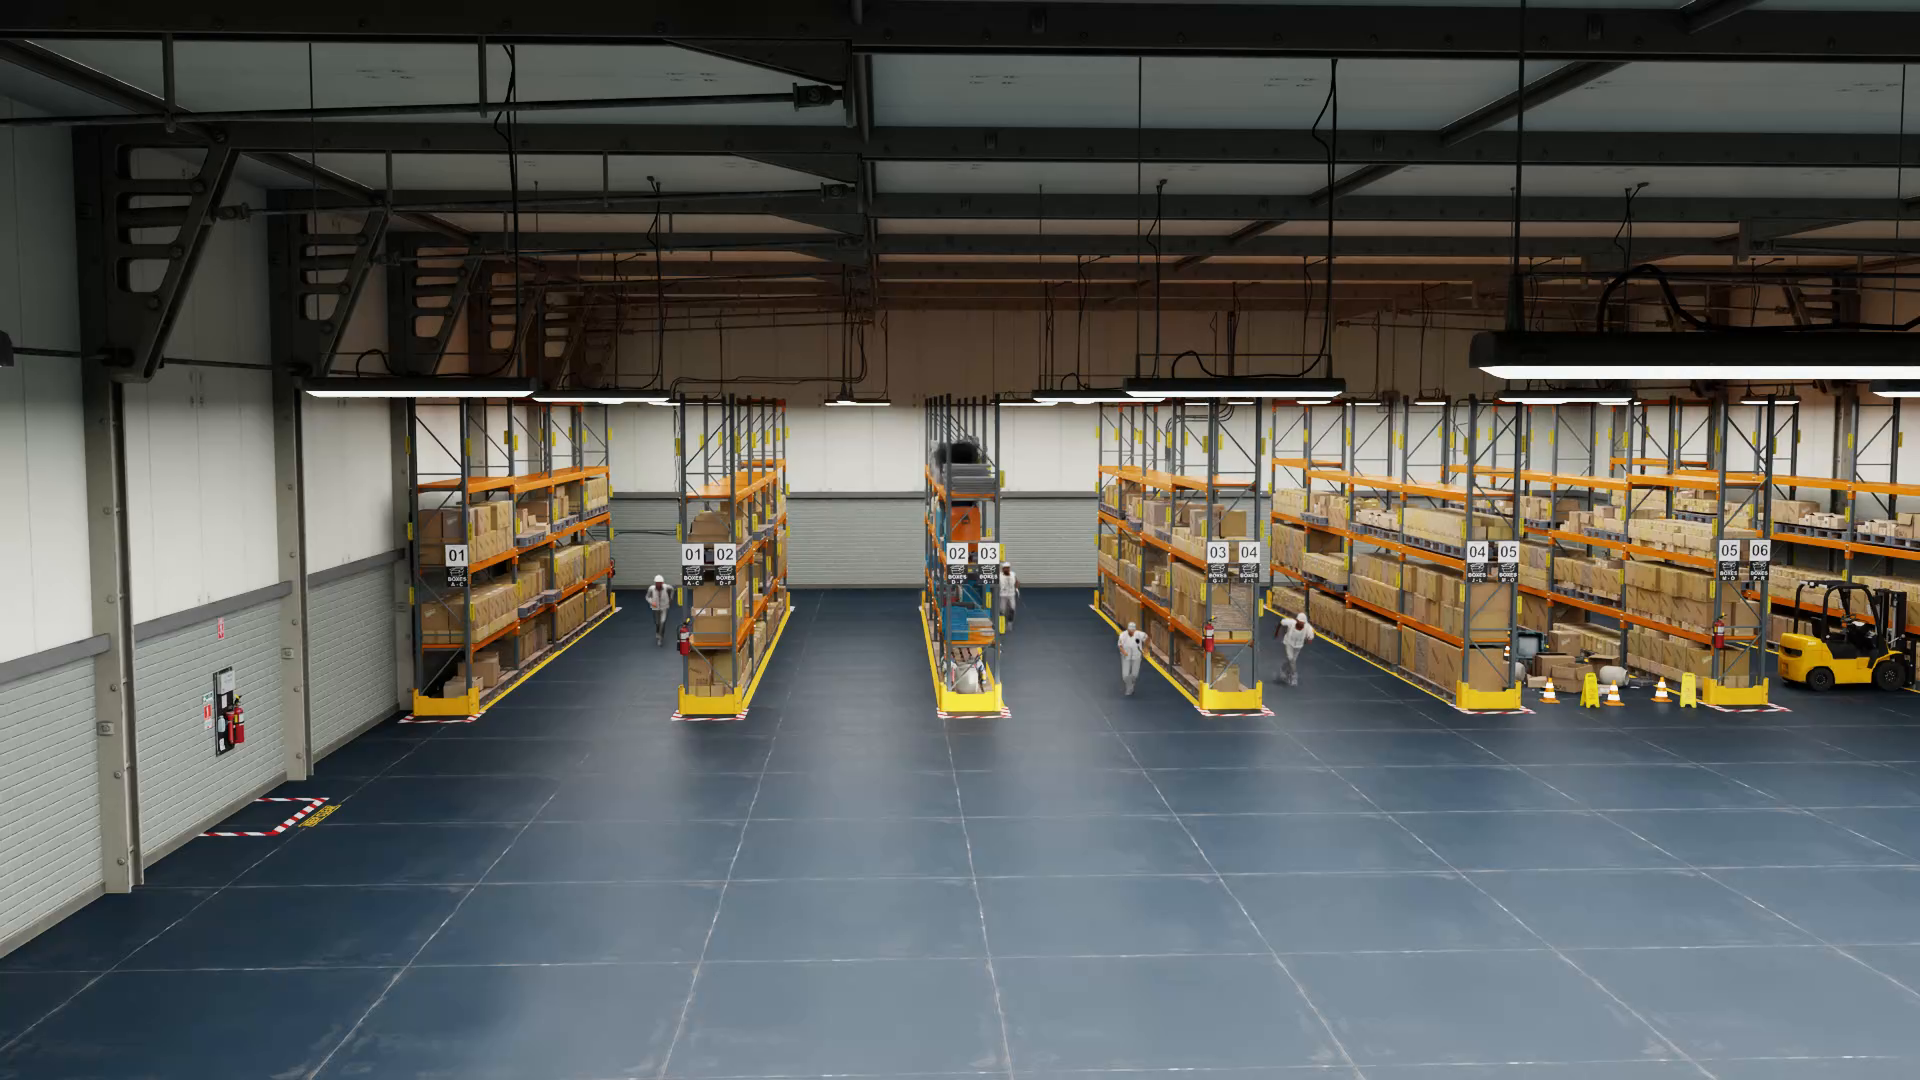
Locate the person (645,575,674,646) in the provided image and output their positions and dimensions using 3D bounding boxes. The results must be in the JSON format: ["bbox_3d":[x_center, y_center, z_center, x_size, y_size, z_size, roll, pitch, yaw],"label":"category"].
[{"bbox_3d":[-7.324,1.690,40.554,0.692,1.732,1.037,-1,5,-13],"label":"person"}]

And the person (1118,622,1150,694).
[{"bbox_3d":[3.450,2.359,33.138,0.616,1.508,0.759,0,5,4],"label":"person"}]

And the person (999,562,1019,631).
[{"bbox_3d":[1.224,1.457,42.798,0.663,1.783,0.794,-1,5,-8],"label":"person"}]

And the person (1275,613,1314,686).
[{"bbox_3d":[6.943,2.236,34.618,0.693,1.543,1.161,-1,5,-6],"label":"person"}]
